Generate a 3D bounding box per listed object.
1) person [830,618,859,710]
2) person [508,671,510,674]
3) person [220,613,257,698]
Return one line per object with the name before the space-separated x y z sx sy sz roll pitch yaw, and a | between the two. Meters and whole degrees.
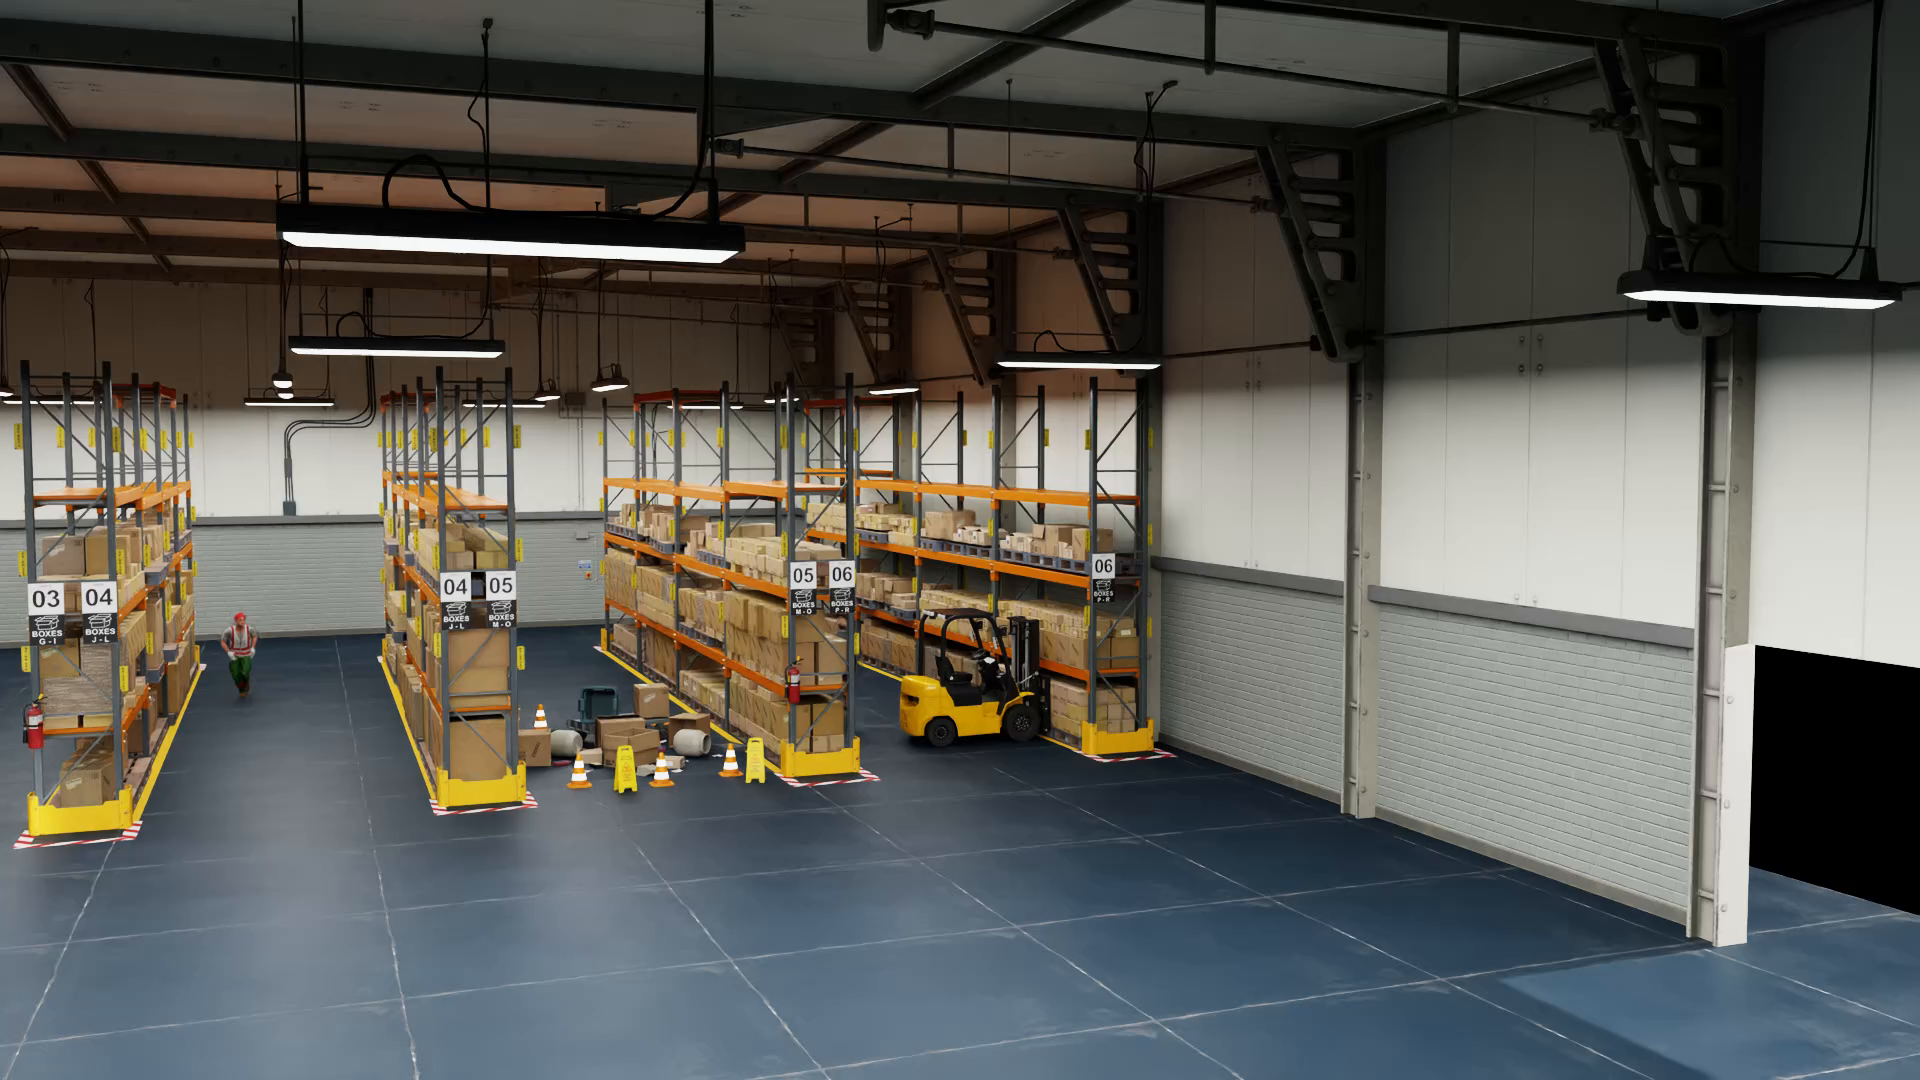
person | -2.032 2.198 29.070 0.572 1.669 0.659 -2 4 -25
person | -9.848 2.039 35.429 0.521 1.676 0.485 0 3 2
person | -13.952 2.230 32.183 0.621 1.685 0.628 -1 4 -15
